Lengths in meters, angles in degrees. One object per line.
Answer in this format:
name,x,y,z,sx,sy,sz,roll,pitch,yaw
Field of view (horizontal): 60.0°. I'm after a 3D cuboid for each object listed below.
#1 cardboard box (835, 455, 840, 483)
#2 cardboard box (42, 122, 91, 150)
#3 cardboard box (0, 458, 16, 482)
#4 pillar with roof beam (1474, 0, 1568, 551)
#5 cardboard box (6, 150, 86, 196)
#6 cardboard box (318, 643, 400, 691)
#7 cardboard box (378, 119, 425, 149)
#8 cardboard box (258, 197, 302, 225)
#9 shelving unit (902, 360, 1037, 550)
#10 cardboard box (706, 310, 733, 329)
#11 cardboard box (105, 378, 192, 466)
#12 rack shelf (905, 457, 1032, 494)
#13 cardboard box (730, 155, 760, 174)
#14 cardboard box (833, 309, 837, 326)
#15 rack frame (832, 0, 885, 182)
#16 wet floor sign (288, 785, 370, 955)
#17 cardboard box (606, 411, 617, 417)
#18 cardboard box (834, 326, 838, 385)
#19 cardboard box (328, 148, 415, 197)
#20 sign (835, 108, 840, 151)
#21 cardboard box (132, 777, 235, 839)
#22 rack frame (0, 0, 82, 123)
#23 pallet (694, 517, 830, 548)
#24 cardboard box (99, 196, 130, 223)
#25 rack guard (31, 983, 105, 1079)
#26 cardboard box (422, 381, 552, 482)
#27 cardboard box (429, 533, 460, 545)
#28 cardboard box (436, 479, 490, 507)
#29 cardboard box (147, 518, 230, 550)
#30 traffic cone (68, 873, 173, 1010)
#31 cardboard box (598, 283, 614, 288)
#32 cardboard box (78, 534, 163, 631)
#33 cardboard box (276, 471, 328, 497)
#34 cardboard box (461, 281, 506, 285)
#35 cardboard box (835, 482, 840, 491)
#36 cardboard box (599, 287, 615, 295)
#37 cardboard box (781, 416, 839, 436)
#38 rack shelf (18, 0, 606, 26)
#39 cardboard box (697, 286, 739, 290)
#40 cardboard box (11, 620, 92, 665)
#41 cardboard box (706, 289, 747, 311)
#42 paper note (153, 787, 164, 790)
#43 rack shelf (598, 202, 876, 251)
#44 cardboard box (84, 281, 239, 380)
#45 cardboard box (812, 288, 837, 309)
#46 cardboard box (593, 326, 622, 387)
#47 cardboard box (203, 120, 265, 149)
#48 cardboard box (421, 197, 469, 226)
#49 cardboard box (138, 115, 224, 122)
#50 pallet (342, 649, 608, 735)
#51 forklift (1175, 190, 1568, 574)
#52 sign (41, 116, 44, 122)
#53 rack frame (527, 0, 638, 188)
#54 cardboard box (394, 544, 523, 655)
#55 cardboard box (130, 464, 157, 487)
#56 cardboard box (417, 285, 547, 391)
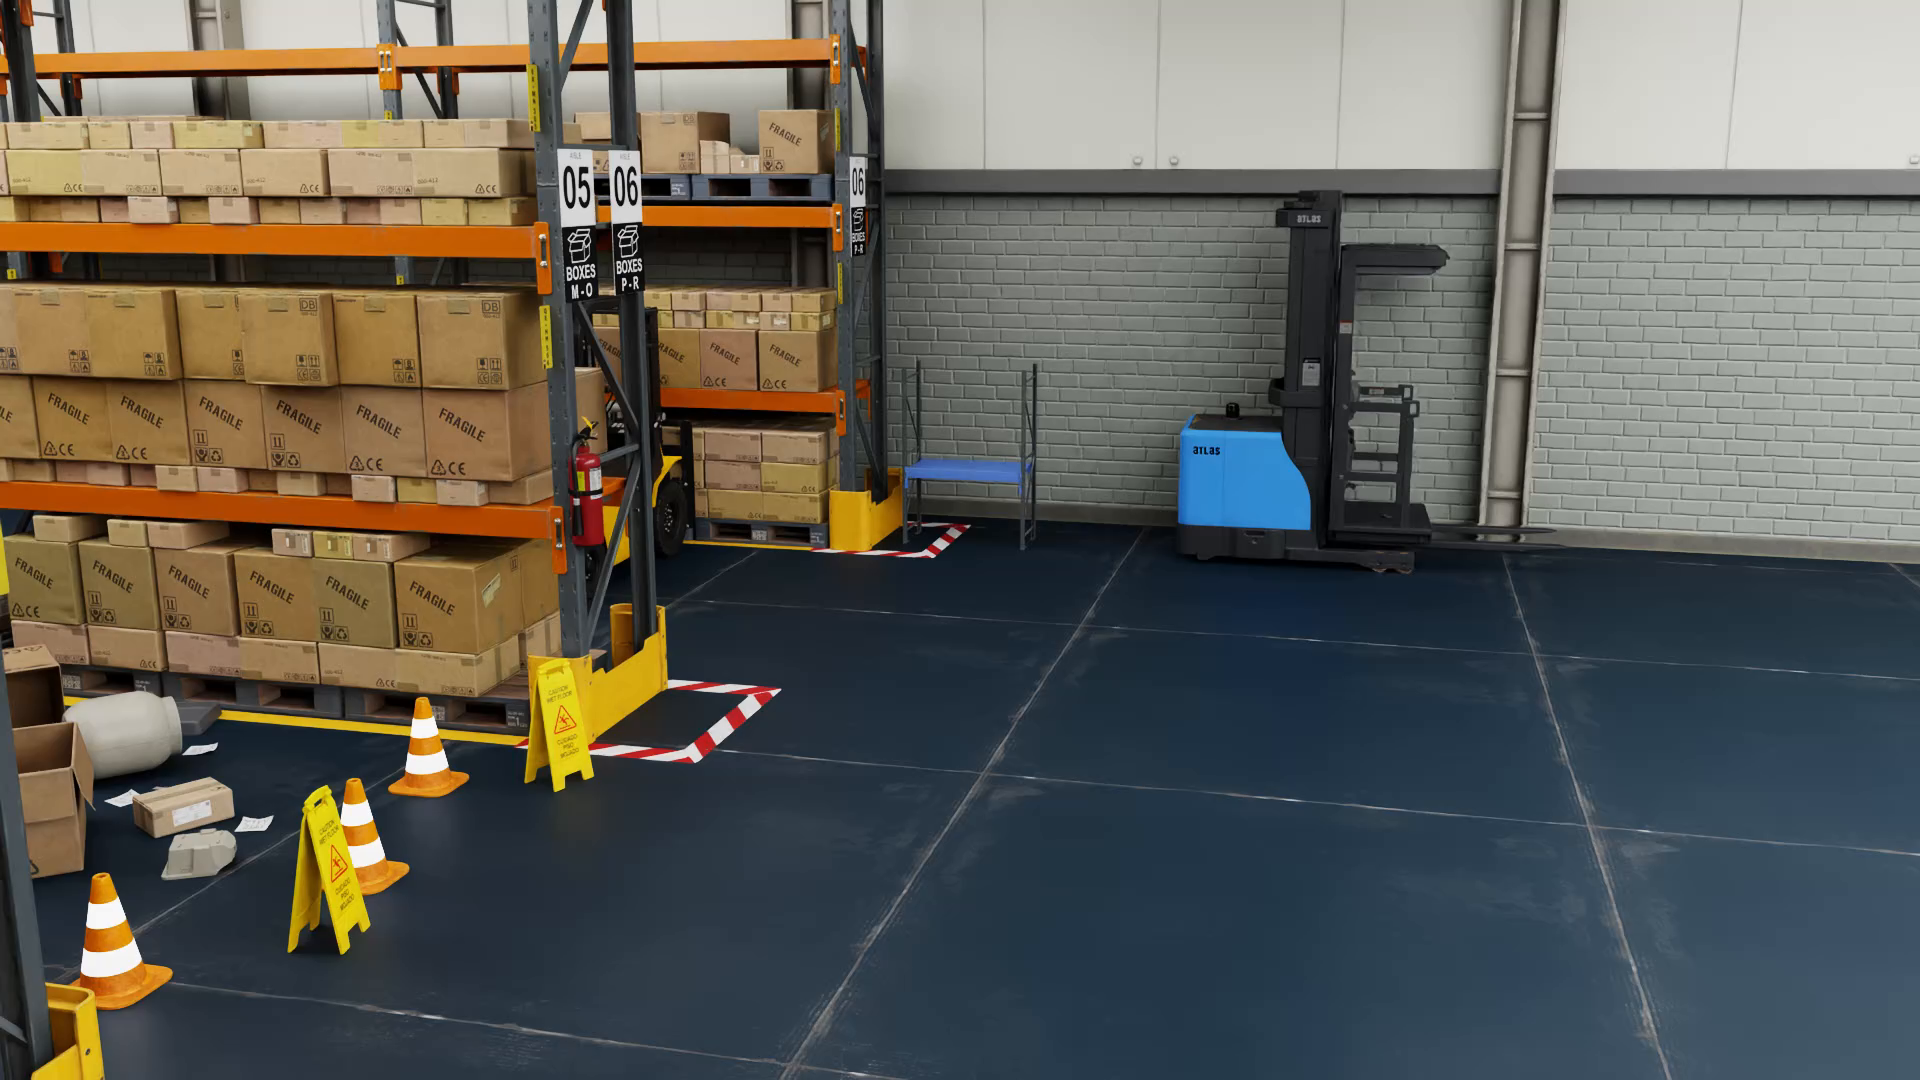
cardboard box,-1.227,-0.673,14.568,0.500,0.250,0.500,3,13,15
cardboard box,-4.900,-2.266,9.335,0.250,0.149,0.380,3,13,13
cardboard box,-5.661,-0.456,9.942,0.250,0.149,0.380,3,13,13
pillar with roof beam,3.513,-3.436,8.946,0.400,9.000,9.100,3,13,14
cardboard box,-5.025,-2.093,9.478,0.500,0.250,0.500,3,13,13
cardboard box,-3.356,0.669,9.672,0.500,0.250,0.500,3,13,14
cardboard box,-2.899,-2.172,8.911,0.250,0.149,0.380,3,13,13
cardboard box,-3.656,-1.828,9.204,0.250,0.149,0.380,3,13,12
shelving unit,0.083,-0.728,14.051,1.048,1.500,0.538,3,13,14
cardboard box,-1.955,-1.872,14.016,0.250,0.149,0.380,3,13,13
cardboard box,-4.552,-0.725,9.657,0.500,0.500,0.500,3,13,13
rack shelf,0.083,-0.552,14.090,1.000,0.185,0.538,3,13,14
cardboard box,-1.698,-3.073,13.615,0.250,0.149,0.380,3,13,12
cardboard box,-1.088,-1.936,14.307,0.250,0.149,0.380,3,13,12
rack frame,-0.820,-4.427,13.413,0.127,3.000,1.000,3,13,14
wet floor sign,-2.592,1.326,6.767,0.232,0.644,0.267,1,13,4
cardboard box,-3.196,-1.020,14.975,0.500,0.250,0.500,3,13,14
cardboard box,-1.235,-1.631,14.431,0.500,0.500,0.500,3,13,15
cardboard box,-3.052,-1.990,9.012,0.500,0.250,0.500,3,13,13
sign,-0.964,-3.243,13.139,0.005,0.325,0.100,3,13,14
cardboard box,-3.762,1.294,8.058,0.250,0.149,0.380,12,17,43
rack frame,-8.587,-4.842,15.284,0.127,3.000,1.000,3,13,14
pallet,-1.573,-0.168,14.504,1.213,0.211,1.003,3,13,14
cardboard box,-4.648,-1.884,9.453,0.250,0.149,0.380,3,13,12
rack guard,-3.071,1.813,4.907,0.348,0.500,1.175,3,13,14
cardboard box,-2.599,-0.619,9.180,0.500,0.500,0.500,3,13,13
cardboard box,-3.255,0.189,10.102,0.500,0.500,0.500,3,13,11
cardboard box,-2.693,-0.296,9.223,0.250,0.149,0.380,3,13,13
cardboard box,-4.513,-0.061,9.735,0.250,0.149,0.380,4,13,17
traffic cone,-3.269,1.504,6.387,0.334,0.463,0.336,3,13,14
cardboard box,-3.086,-2.191,14.767,0.250,0.149,0.380,3,13,13
cardboard box,-4.859,0.222,9.956,0.500,0.500,0.500,4,13,16
cardboard box,-3.679,-0.358,9.502,0.250,0.149,0.380,3,13,13
cardboard box,-4.322,-2.264,15.097,0.250,0.149,0.380,3,13,14
cardboard box,-1.250,-0.428,14.615,0.500,0.250,0.500,3,13,14
cardboard box,-2.950,-2.078,14.262,0.250,0.149,0.380,3,13,14
cardboard box,-1.242,-0.914,14.498,0.500,0.250,0.500,3,13,13
rack shelf,-3.948,-3.134,9.253,4.000,0.370,1.077,3,13,14
cardboard box,-2.100,-2.127,14.482,0.250,0.149,0.380,3,13,15
cardboard box,-5.381,0.563,10.151,0.500,0.250,0.500,2,13,11
cardboard box,-1.950,-2.026,14.026,0.250,0.149,0.380,3,13,14
paper note,-4.059,1.270,8.486,0.123,0.001,0.032,3,13,14
rack shelf,-2.762,-2.715,14.283,4.000,0.370,1.077,3,13,14
cardboard box,-4.543,-1.213,9.550,0.500,0.500,0.700,3,13,12
cardboard box,-1.095,-2.072,14.230,0.250,0.149,0.380,3,13,12
cardboard box,-2.851,-1.597,14.275,0.500,0.500,0.500,3,13,14
cardboard box,-3.902,-2.214,9.099,0.250,0.149,0.380,3,13,15
cardboard box,-2.669,-1.762,8.905,0.250,0.149,0.380,3,13,14
cardboard box,-6.954,-3.539,14.903,0.500,0.500,0.500,3,13,15
pallet,-2.860,0.853,9.900,1.213,0.211,1.003,3,13,14
forklift,3.319,-1.293,13.294,3.031,2.935,1.130,3,13,12
sign,-5.767,-2.493,10.428,0.005,0.325,0.100,3,13,14
rack frame,-2.006,-3.383,8.707,0.127,3.000,1.000,3,13,14
cardboard box,-2.846,0.330,9.468,0.500,0.500,0.500,3,13,14
cardboard box,-4.640,-0.419,9.775,0.250,0.149,0.380,3,13,13
cardboard box,-2.554,-1.117,9.118,0.500,0.500,0.700,3,13,12
